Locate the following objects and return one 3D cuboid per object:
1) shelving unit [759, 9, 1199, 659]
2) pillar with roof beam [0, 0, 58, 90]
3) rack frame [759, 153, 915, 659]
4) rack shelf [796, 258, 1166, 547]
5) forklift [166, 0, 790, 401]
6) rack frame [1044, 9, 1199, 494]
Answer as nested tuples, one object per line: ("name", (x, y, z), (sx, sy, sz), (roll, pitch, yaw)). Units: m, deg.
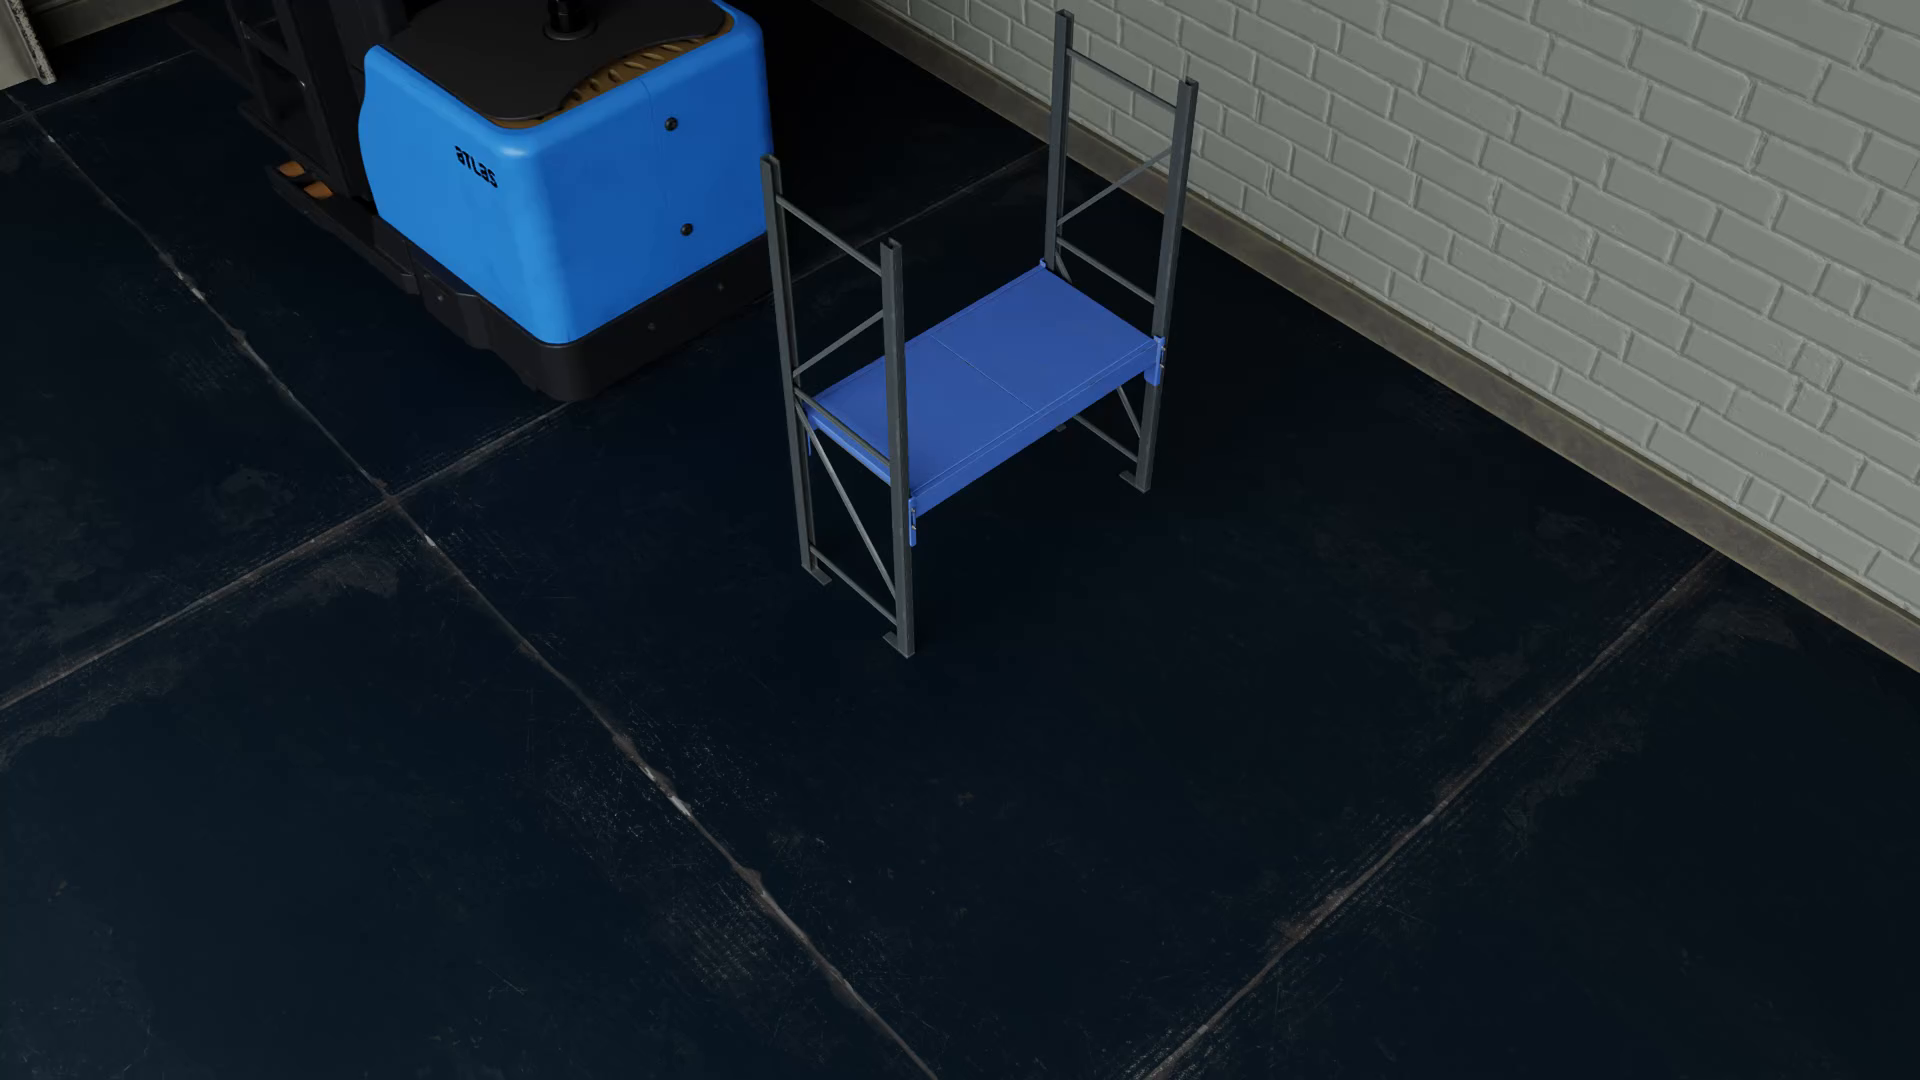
("shelving unit", (0.063, -0.551, 4.738), (1.048, 1.500, 0.538), (-34, 56, -27))
("pillar with roof beam", (-1.176, -2.645, 1.567), (0.400, 9.000, 9.100), (-34, 56, -27))
("rack frame", (-0.313, -0.299, 4.506), (0.032, 1.500, 0.500), (-34, 56, -27))
("rack shelf", (0.063, -0.429, 4.870), (1.000, 0.185, 0.538), (-34, 56, -27))
("forklift", (-2.020, -2.433, 5.501), (3.031, 2.935, 1.130), (36, 57, 28))
("rack frame", (0.439, -0.802, 4.970), (0.032, 1.500, 0.500), (-34, 56, -27))
